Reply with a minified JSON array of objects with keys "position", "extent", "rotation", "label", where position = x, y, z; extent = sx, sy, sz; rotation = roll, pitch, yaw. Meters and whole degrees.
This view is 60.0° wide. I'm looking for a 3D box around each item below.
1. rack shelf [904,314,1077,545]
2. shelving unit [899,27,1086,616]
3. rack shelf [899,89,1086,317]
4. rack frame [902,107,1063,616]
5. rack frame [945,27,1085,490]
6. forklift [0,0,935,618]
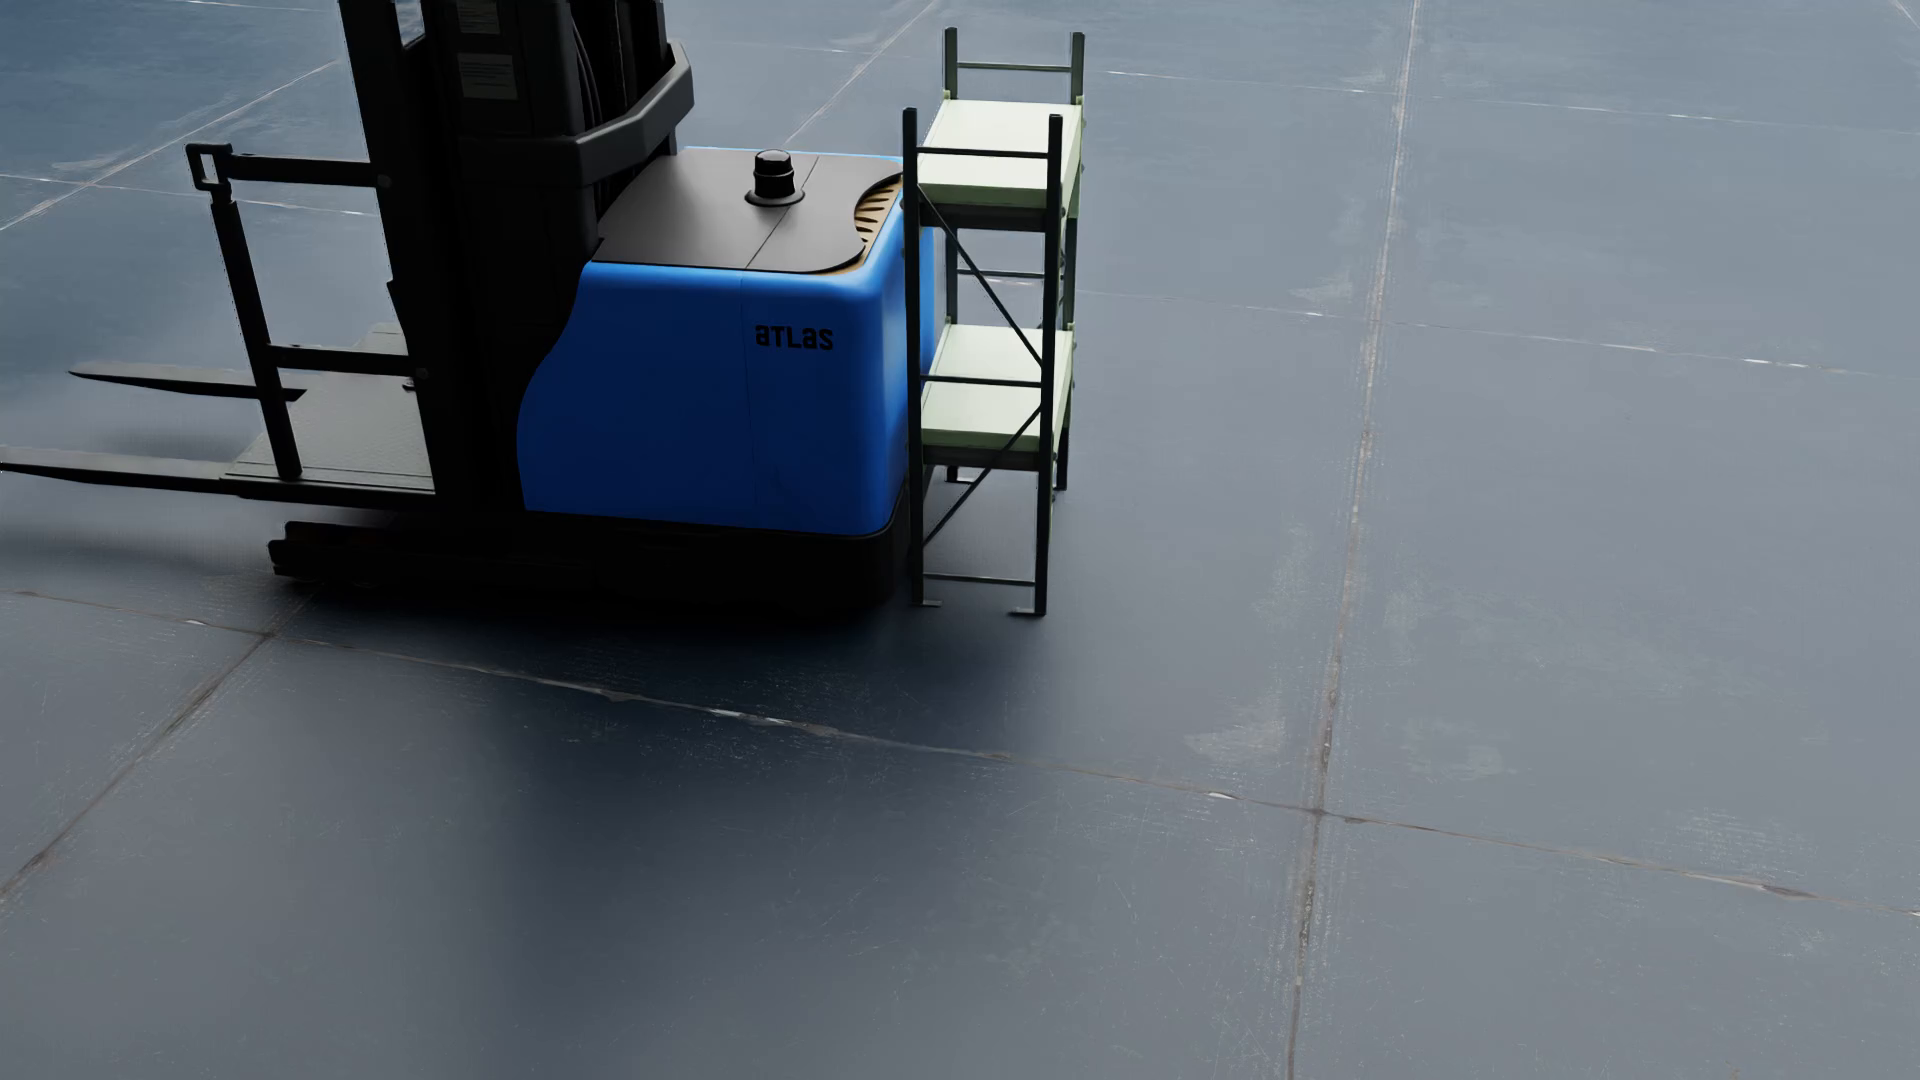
[{"position":[0.106,-0.348,5.007],"extent":[0.431,0.370,0.720],"rotation":[4,33,7],"label":"rack shelf"},{"position":[0.106,-0.623,4.832],"extent":[0.431,1.500,0.755],"rotation":[4,33,7],"label":"shelving unit"},{"position":[0.106,-0.952,4.623],"extent":[0.431,0.370,0.720],"rotation":[4,33,7],"label":"rack shelf"},{"position":[0.056,-0.429,4.526],"extent":[0.400,1.500,0.023],"rotation":[4,33,7],"label":"rack frame"},{"position":[0.156,-0.818,5.138],"extent":[0.400,1.500,0.023],"rotation":[4,33,7],"label":"rack frame"},{"position":[-1.629,-1.366,4.668],"extent":[3.031,2.935,1.130],"rotation":[5,33,7],"label":"forklift"}]
